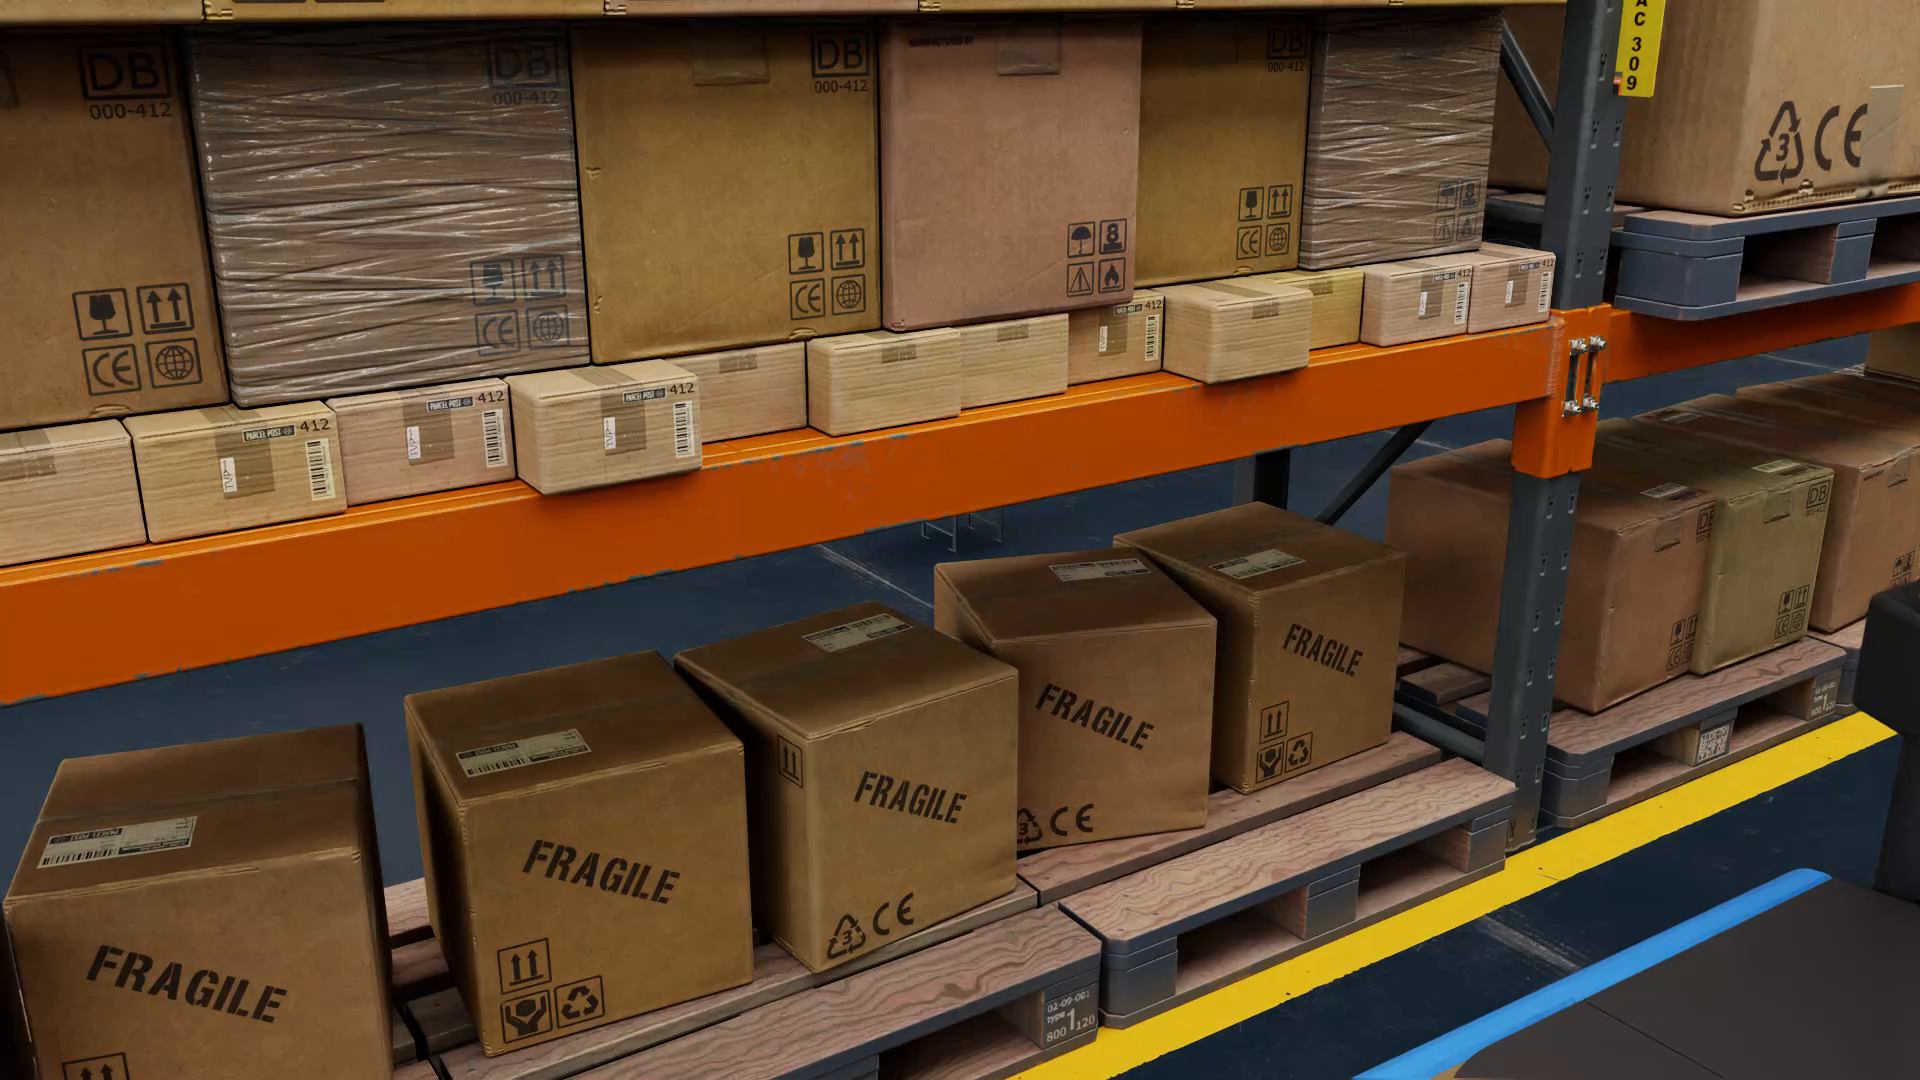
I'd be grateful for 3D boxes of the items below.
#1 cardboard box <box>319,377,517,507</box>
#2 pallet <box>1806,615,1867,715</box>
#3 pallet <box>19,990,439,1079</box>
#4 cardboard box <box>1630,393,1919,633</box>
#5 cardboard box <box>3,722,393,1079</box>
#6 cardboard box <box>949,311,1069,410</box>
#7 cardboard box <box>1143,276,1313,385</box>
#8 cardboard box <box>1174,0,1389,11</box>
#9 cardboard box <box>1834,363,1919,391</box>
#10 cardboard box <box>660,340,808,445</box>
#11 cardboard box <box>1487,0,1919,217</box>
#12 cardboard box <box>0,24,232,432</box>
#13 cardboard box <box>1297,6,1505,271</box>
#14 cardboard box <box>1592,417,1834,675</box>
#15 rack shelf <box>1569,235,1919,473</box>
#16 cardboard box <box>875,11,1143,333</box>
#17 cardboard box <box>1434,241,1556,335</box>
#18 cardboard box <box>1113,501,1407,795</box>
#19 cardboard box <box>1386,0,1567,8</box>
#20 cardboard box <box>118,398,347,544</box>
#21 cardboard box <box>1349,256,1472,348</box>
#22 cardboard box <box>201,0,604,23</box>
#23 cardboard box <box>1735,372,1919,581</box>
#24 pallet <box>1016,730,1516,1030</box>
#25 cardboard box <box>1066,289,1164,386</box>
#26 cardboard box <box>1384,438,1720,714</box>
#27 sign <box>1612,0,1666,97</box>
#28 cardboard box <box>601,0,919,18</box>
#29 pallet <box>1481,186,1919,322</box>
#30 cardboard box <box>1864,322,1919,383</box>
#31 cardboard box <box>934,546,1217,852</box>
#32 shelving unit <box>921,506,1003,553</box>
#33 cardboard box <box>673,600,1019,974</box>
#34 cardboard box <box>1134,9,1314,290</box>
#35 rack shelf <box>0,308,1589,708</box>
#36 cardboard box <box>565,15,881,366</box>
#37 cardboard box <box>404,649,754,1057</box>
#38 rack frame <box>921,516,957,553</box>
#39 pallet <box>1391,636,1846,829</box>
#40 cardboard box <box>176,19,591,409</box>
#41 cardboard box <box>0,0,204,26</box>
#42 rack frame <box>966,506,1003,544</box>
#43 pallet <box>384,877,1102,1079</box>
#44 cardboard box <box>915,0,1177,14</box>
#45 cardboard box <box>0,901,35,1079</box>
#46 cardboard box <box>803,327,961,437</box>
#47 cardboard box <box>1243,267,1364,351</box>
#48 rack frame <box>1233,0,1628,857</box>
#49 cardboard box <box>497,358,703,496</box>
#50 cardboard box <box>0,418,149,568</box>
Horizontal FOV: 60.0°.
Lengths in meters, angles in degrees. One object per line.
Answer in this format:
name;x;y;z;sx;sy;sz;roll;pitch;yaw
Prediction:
cardboard box;-0.857;-0.186;2.504;0.250;0.149;0.380;-12;22;-31
pallet;2.744;0.166;5.424;1.213;0.211;1.003;-12;22;-31
pallet;-1.505;1.077;2.728;1.213;0.211;1.003;-12;22;-31
cardboard box;2.475;-0.105;5.089;0.500;0.500;0.700;-14;23;-36
cardboard box;-1.255;0.669;2.831;0.500;0.500;0.500;-6;20;-17
cardboard box;-0.014;-0.359;3.015;0.250;0.149;0.380;-12;22;-31
cardboard box;0.454;-0.422;3.203;0.250;0.149;0.380;-12;22;-31
cardboard box;0.433;-1.222;2.993;0.500;0.500;0.500;-12;22;-31
cardboard box;3.411;-0.305;5.681;0.500;0.500;0.700;-14;23;-36
cardboard box;-0.455;-0.282;2.787;0.250;0.149;0.380;-12;22;-31
cardboard box;1.815;-1.387;4.071;1.000;1.000;1.000;-12;22;-31
cardboard box;-1.440;-0.495;2.404;0.500;0.500;0.875;-12;22;-31
cardboard box;0.665;-0.927;3.682;0.500;0.500;0.875;-12;22;-31
cardboard box;2.008;-0.007;4.797;0.500;0.500;0.700;-12;22;-32
rack shelf;2.745;-0.813;5.088;4.000;0.370;1.077;-12;22;-31
cardboard box;-0.134;-0.733;3.109;0.500;0.500;0.875;-12;22;-31
cardboard box;1.057;-0.566;3.627;0.250;0.149;0.380;-12;22;-31
cardboard box;0.719;0.244;4.087;0.500;0.500;0.500;-13;22;-33
cardboard box;0.850;-1.310;3.255;0.500;0.500;0.500;-12;22;-31
cardboard box;-1.050;-0.135;2.352;0.250;0.149;0.380;-12;22;-31
cardboard box;0.843;-0.524;3.504;0.250;0.149;0.380;-12;22;-31
cardboard box;-0.818;-0.957;2.211;0.500;0.500;0.500;-12;22;-31
cardboard box;2.941;-0.204;5.380;0.500;0.500;0.700;-10;21;-27
pallet;0.533;0.648;4.000;1.213;0.211;1.003;-12;22;-31
cardboard box;0.172;-0.414;3.177;0.250;0.149;0.380;-12;22;-31
cardboard box;1.599;0.072;4.564;0.500;0.500;0.700;-14;23;-36
sign;1.380;-1.067;3.367;0.005;0.325;0.100;-12;22;-31
cardboard box;-0.404;-1.047;2.476;0.500;0.500;0.500;-12;22;-31
pallet;1.793;-0.806;4.245;1.213;0.211;1.003;-12;22;-31
cardboard box;3.435;-0.663;5.568;0.500;0.250;0.500;-9;21;-25
cardboard box;0.244;0.347;3.783;0.500;0.500;0.500;-5;19;-14
shelving unit;0.007;-0.428;6.105;0.210;0.900;0.258;-12;22;-31
cardboard box;-0.231;0.477;3.397;0.500;0.500;0.500;-14;23;-36
cardboard box;0.228;-0.848;3.449;0.500;0.500;0.875;-12;22;-31
rack shelf;-0.596;-0.108;3.004;4.000;0.370;1.077;-12;22;-31
cardboard box;-0.575;-0.656;2.881;0.500;0.500;0.875;-12;22;-31
cardboard box;-0.722;0.563;3.142;0.500;0.500;0.500;-10;21;-26
rack frame;-0.078;-0.410;6.052;0.006;0.900;0.240;-12;22;-31
pallet;1.724;0.382;4.784;1.213;0.211;1.003;-12;22;-31
cardboard box;-0.999;-0.571;2.630;0.500;0.500;0.875;-12;22;-31
cardboard box;-1.235;-0.869;1.949;0.500;0.500;0.500;-12;22;-31
rack frame;0.092;-0.446;6.158;0.006;0.900;0.240;-12;22;-31
pallet;-0.487;0.864;3.360;1.213;0.211;1.003;-12;22;-31
cardboard box;0.015;-1.134;2.734;0.500;0.500;0.500;-12;22;-31
cardboard box;-1.735;0.783;2.492;0.500;0.500;0.500;-8;20;-21
cardboard box;-0.204;-0.305;2.857;0.250;0.149;0.380;-12;22;-31
cardboard box;0.601;-0.496;3.421;0.250;0.149;0.380;-12;22;-31
rack frame;1.075;-0.801;3.931;0.127;3.000;1.000;-12;22;-31
cardboard box;-0.591;-0.202;2.552;0.250;0.149;0.380;-12;22;-31
cardboard box;-1.263;-0.093;2.227;0.250;0.149;0.380;-12;22;-31
